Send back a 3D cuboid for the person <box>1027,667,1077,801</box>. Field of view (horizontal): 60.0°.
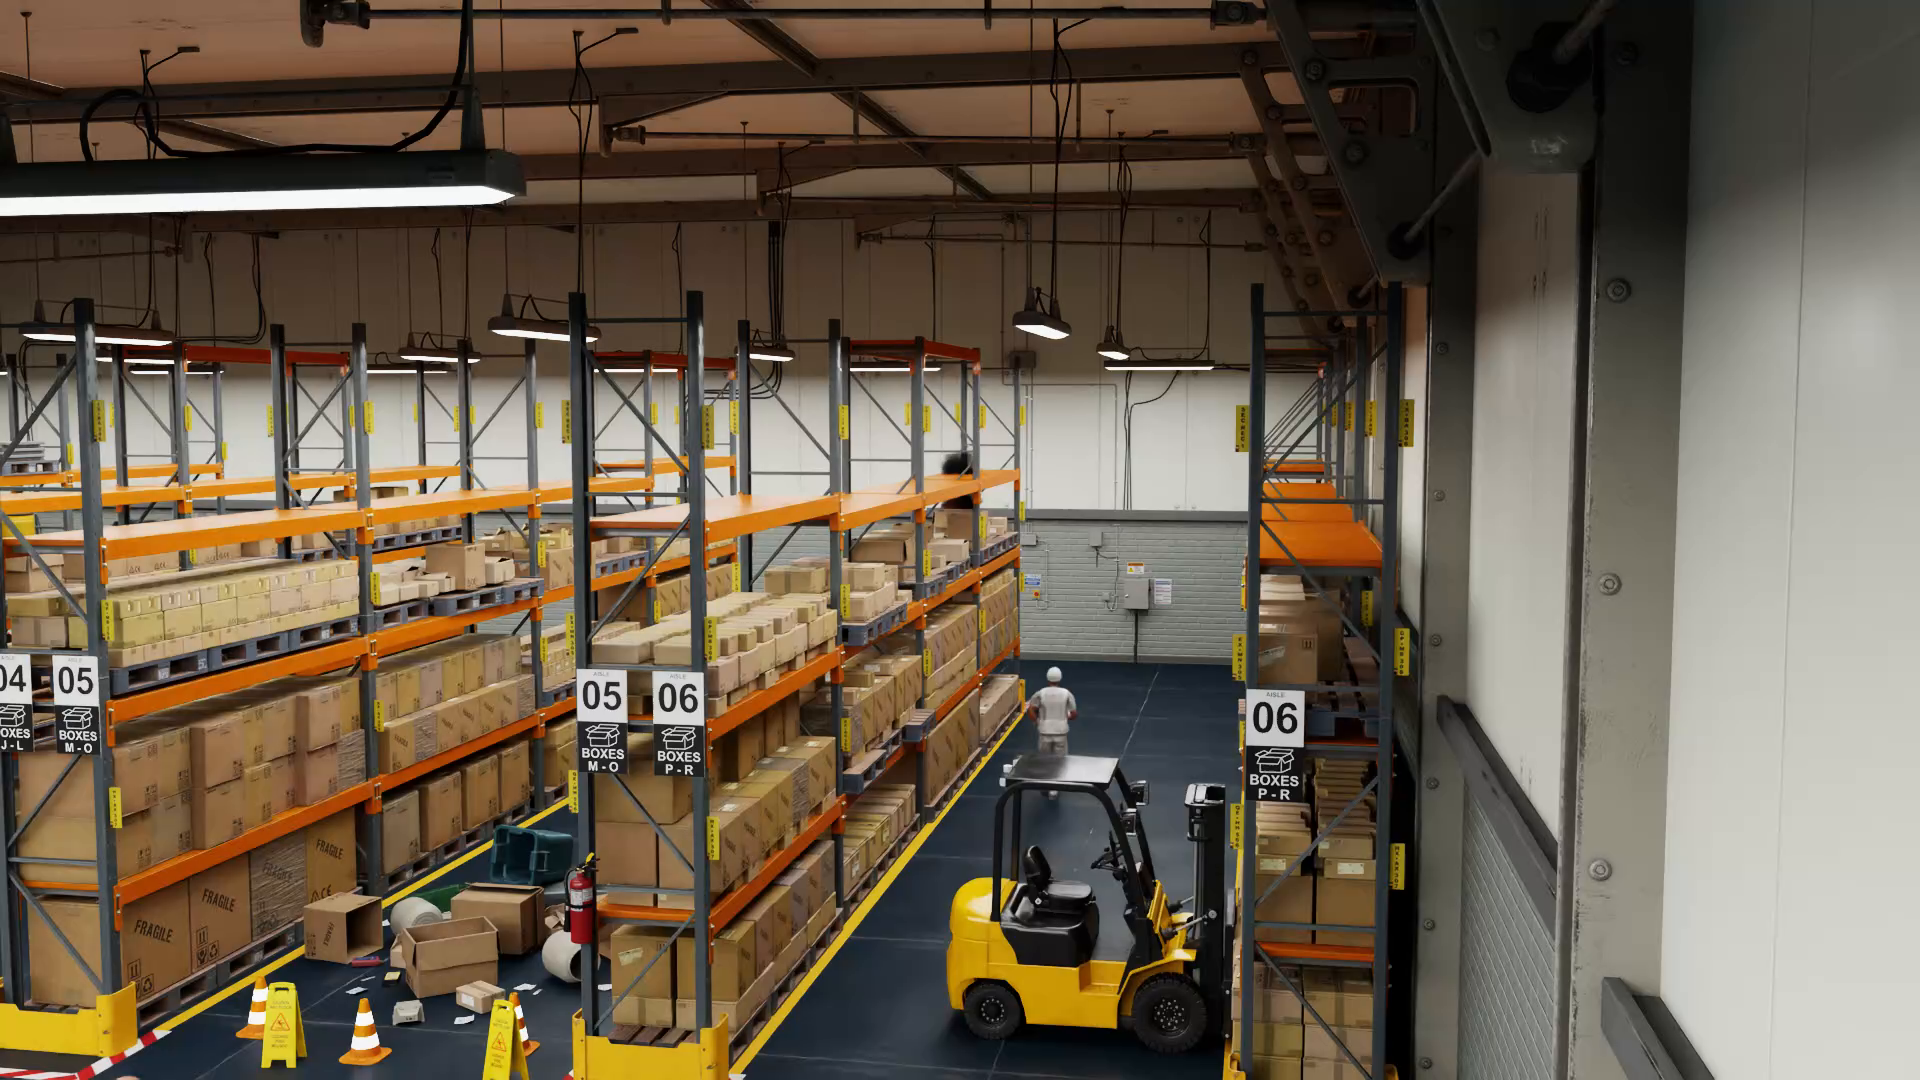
[{"bbox_3d":[1.226,2.520,21.922,0.644,1.741,0.578,1,5,8],"label":"person"}]

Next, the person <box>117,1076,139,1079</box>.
[{"bbox_3d":[-4.444,3.642,8.822,0.691,1.682,0.691,-2,5,-28],"label":"person"}]
